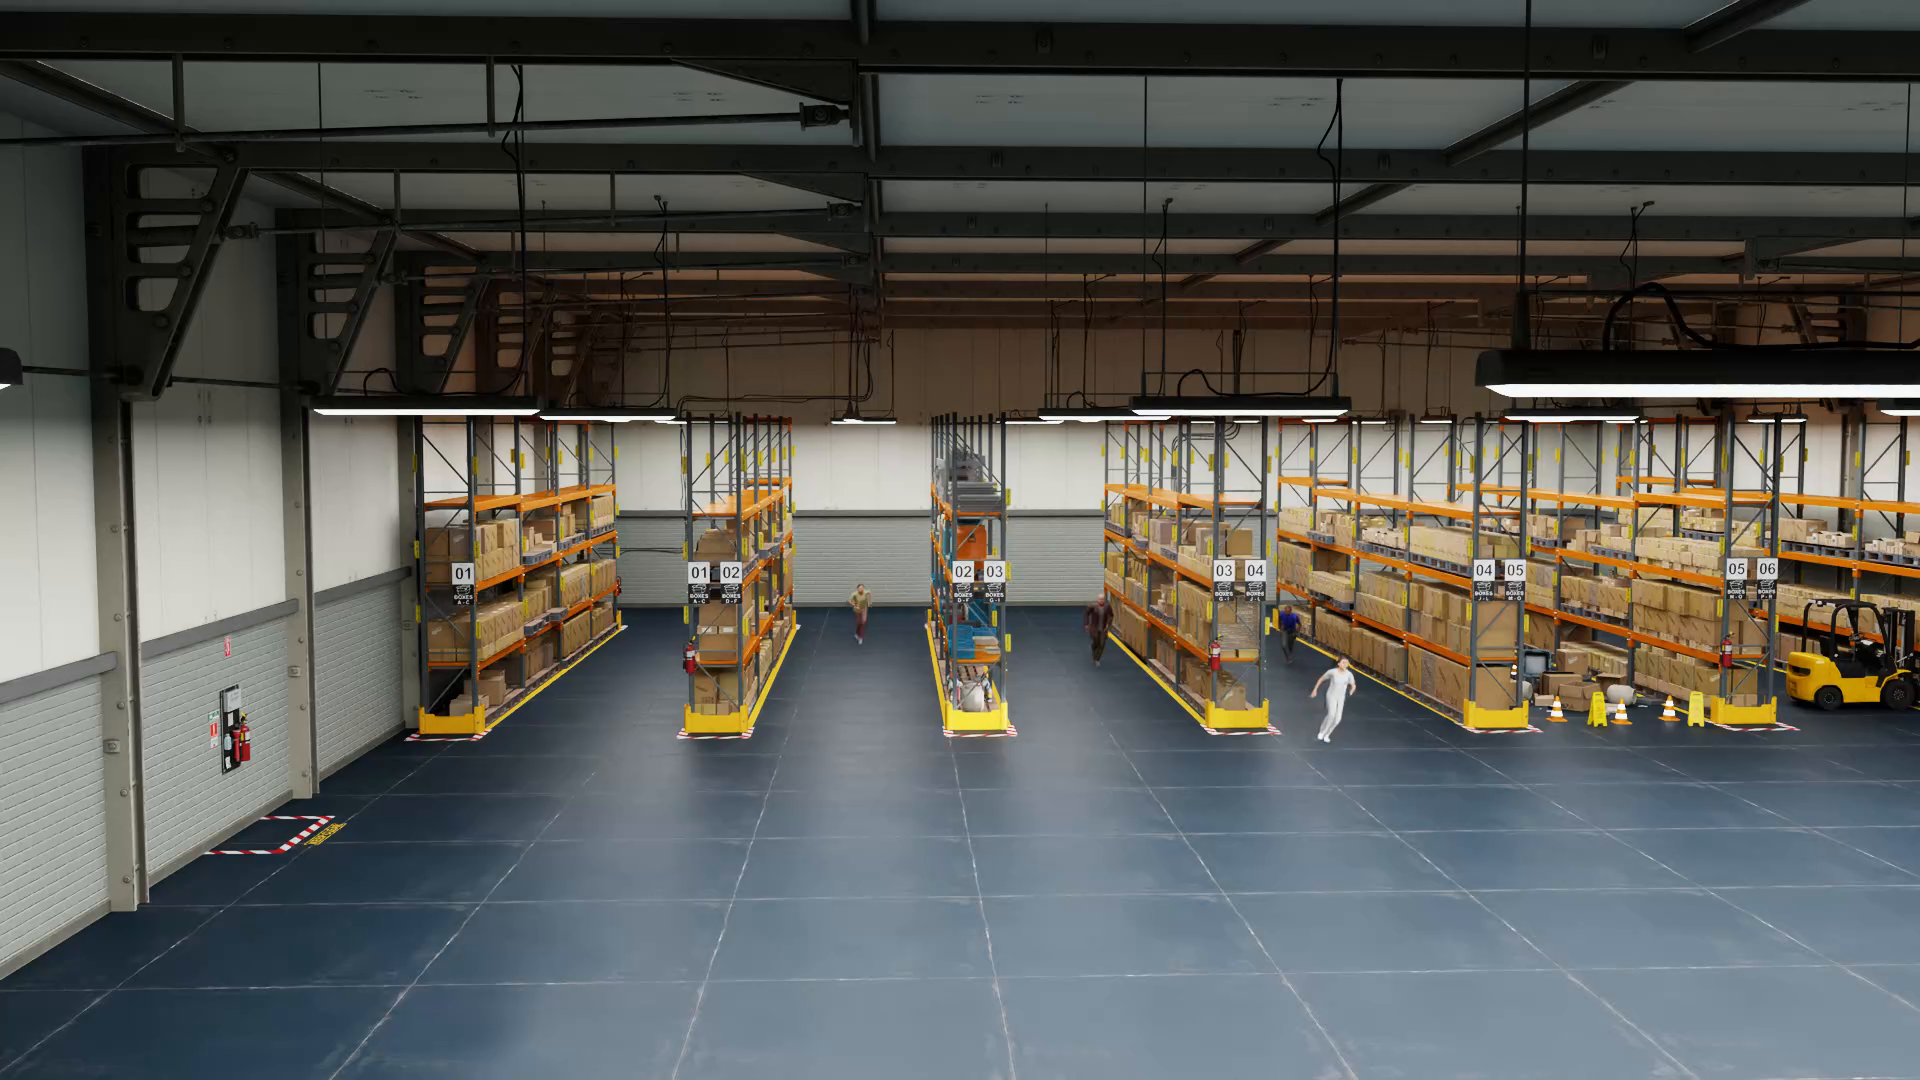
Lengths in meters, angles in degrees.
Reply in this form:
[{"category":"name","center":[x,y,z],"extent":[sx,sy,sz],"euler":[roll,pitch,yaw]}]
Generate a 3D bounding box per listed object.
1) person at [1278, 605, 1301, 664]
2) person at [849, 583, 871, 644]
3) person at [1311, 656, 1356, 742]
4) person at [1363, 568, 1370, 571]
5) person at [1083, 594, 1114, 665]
[{"category":"person","center":[8.001,2.270,40.316],"extent":[0.569,1.467,1.002],"euler":[1,4,17]},{"category":"person","center":[-2.673,1.929,44.285],"extent":[0.611,1.625,1.009],"euler":[-1,4,-13]},{"category":"person","center":[6.847,2.899,30.222],"extent":[0.734,1.589,0.617],"euler":[-1,4,-17]},{"category":"person","center":[11.577,1.660,46.956],"extent":[0.614,1.694,1.010],"euler":[-3,5,-33]},{"category":"person","center":[3.339,2.145,40.088],"extent":[0.700,1.714,0.717],"euler":[-1,4,-14]}]
